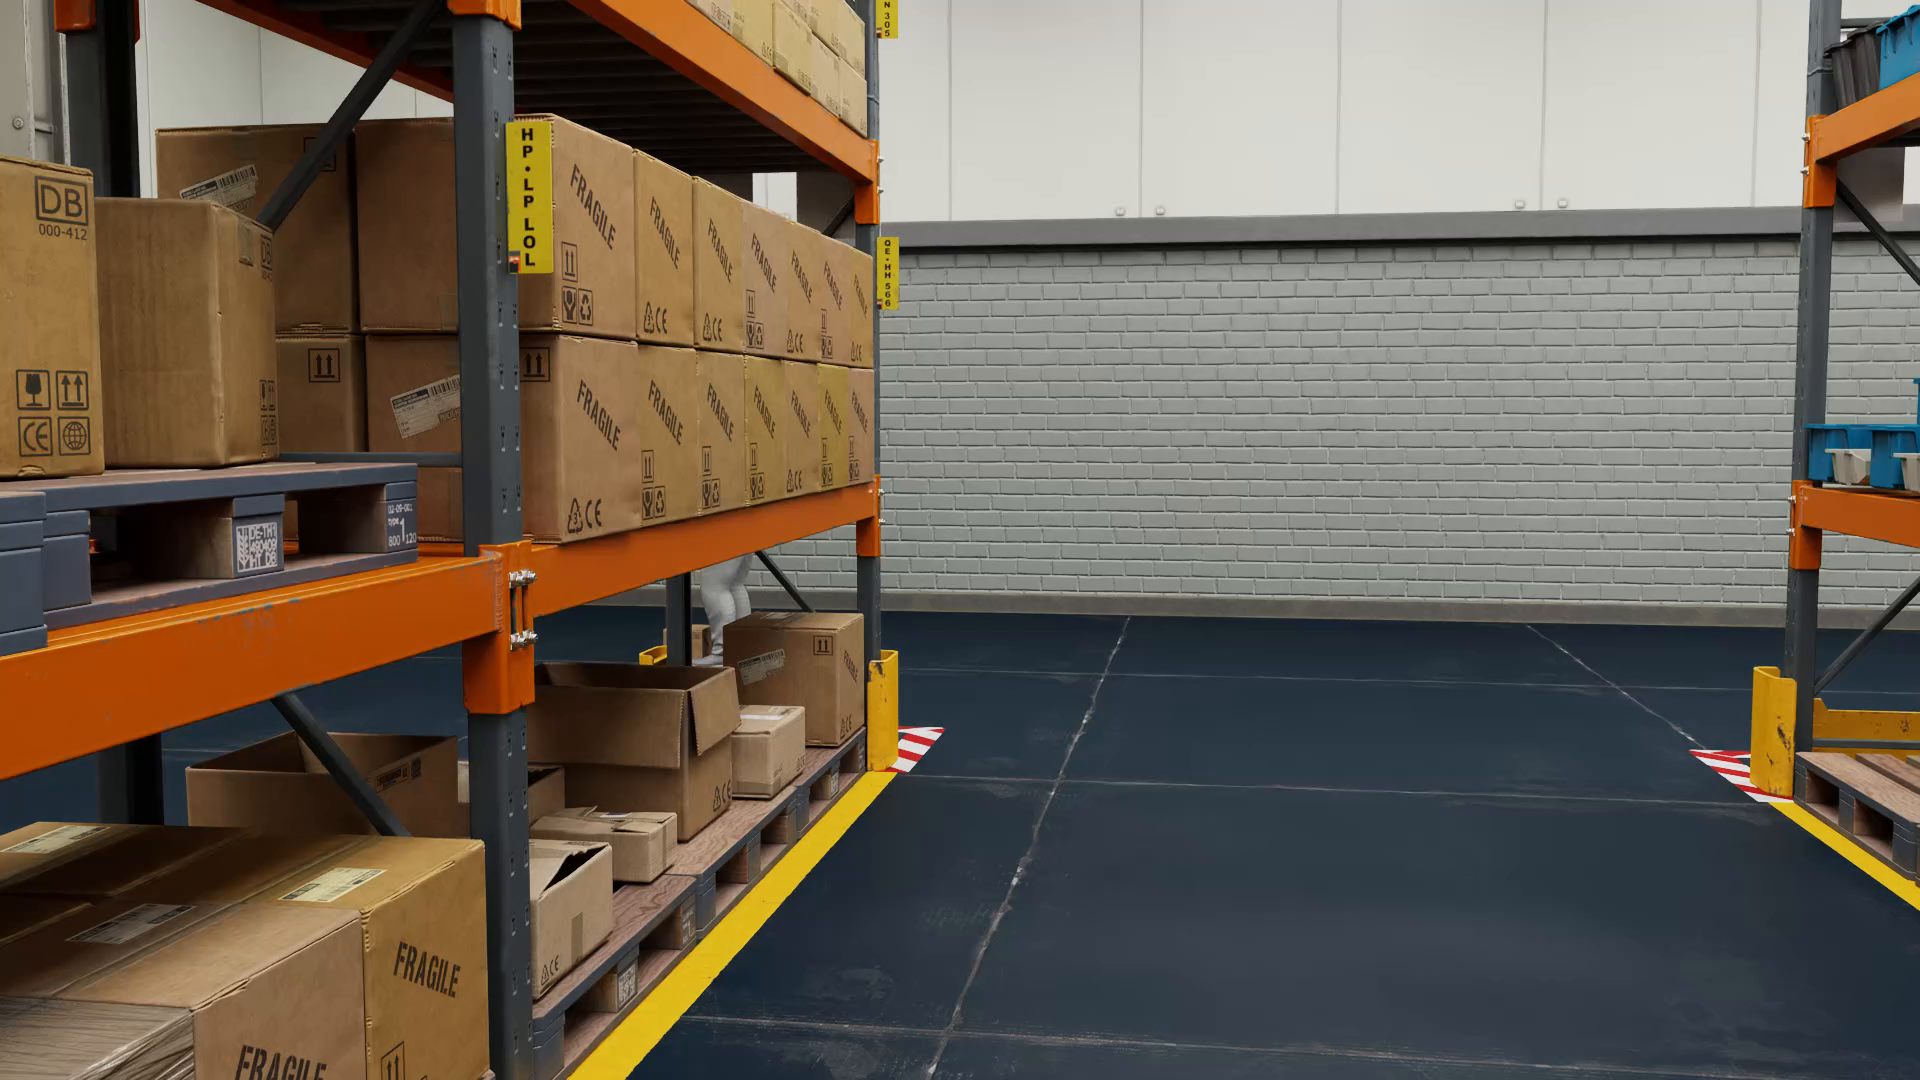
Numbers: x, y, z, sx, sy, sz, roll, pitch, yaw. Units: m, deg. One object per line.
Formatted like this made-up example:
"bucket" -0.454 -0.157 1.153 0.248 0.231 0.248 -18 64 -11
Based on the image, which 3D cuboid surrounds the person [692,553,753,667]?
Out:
"person" -1.473 -0.068 10.468 0.478 1.748 0.606 0 4 5
